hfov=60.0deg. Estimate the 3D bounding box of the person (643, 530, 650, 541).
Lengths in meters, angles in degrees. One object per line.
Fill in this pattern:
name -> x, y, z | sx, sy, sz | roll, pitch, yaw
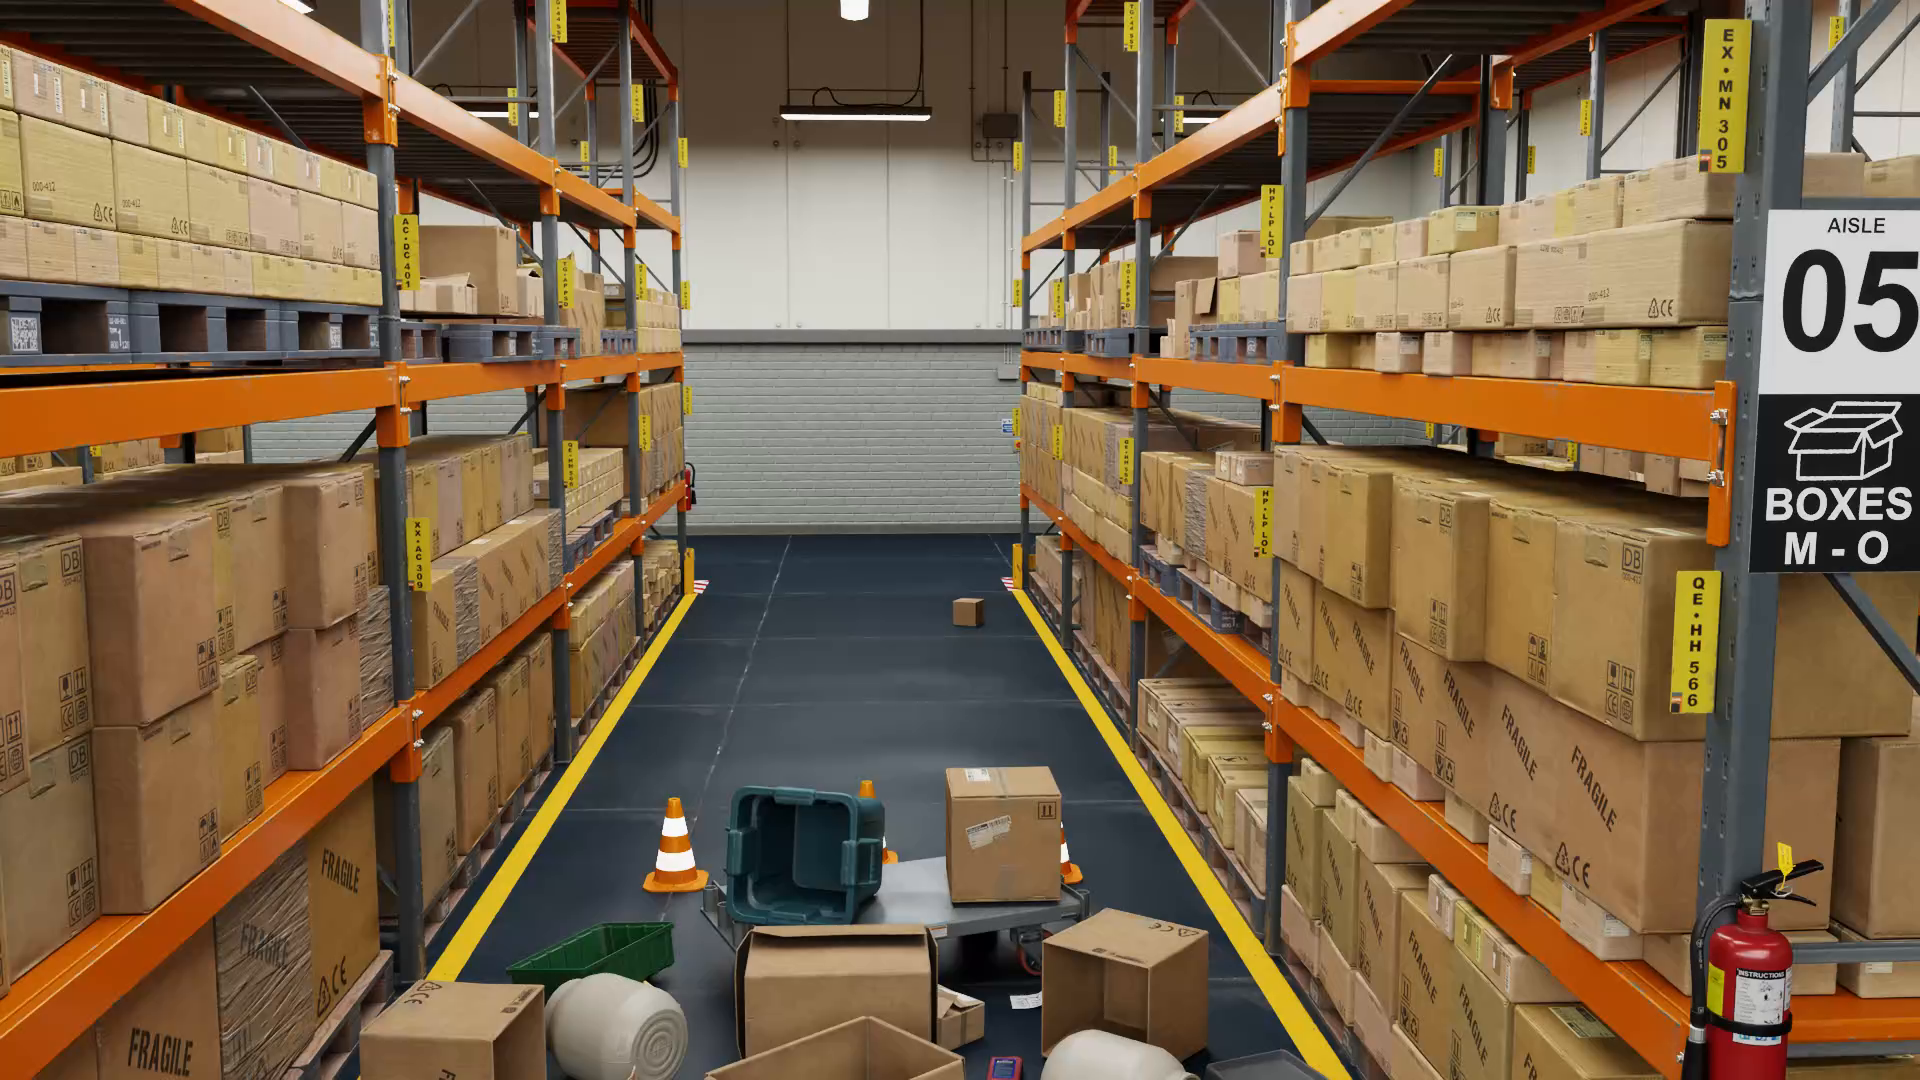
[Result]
person -> -4.114, -0.401, 20.656 | 0.696, 1.825, 0.590 | -1, 7, -9
